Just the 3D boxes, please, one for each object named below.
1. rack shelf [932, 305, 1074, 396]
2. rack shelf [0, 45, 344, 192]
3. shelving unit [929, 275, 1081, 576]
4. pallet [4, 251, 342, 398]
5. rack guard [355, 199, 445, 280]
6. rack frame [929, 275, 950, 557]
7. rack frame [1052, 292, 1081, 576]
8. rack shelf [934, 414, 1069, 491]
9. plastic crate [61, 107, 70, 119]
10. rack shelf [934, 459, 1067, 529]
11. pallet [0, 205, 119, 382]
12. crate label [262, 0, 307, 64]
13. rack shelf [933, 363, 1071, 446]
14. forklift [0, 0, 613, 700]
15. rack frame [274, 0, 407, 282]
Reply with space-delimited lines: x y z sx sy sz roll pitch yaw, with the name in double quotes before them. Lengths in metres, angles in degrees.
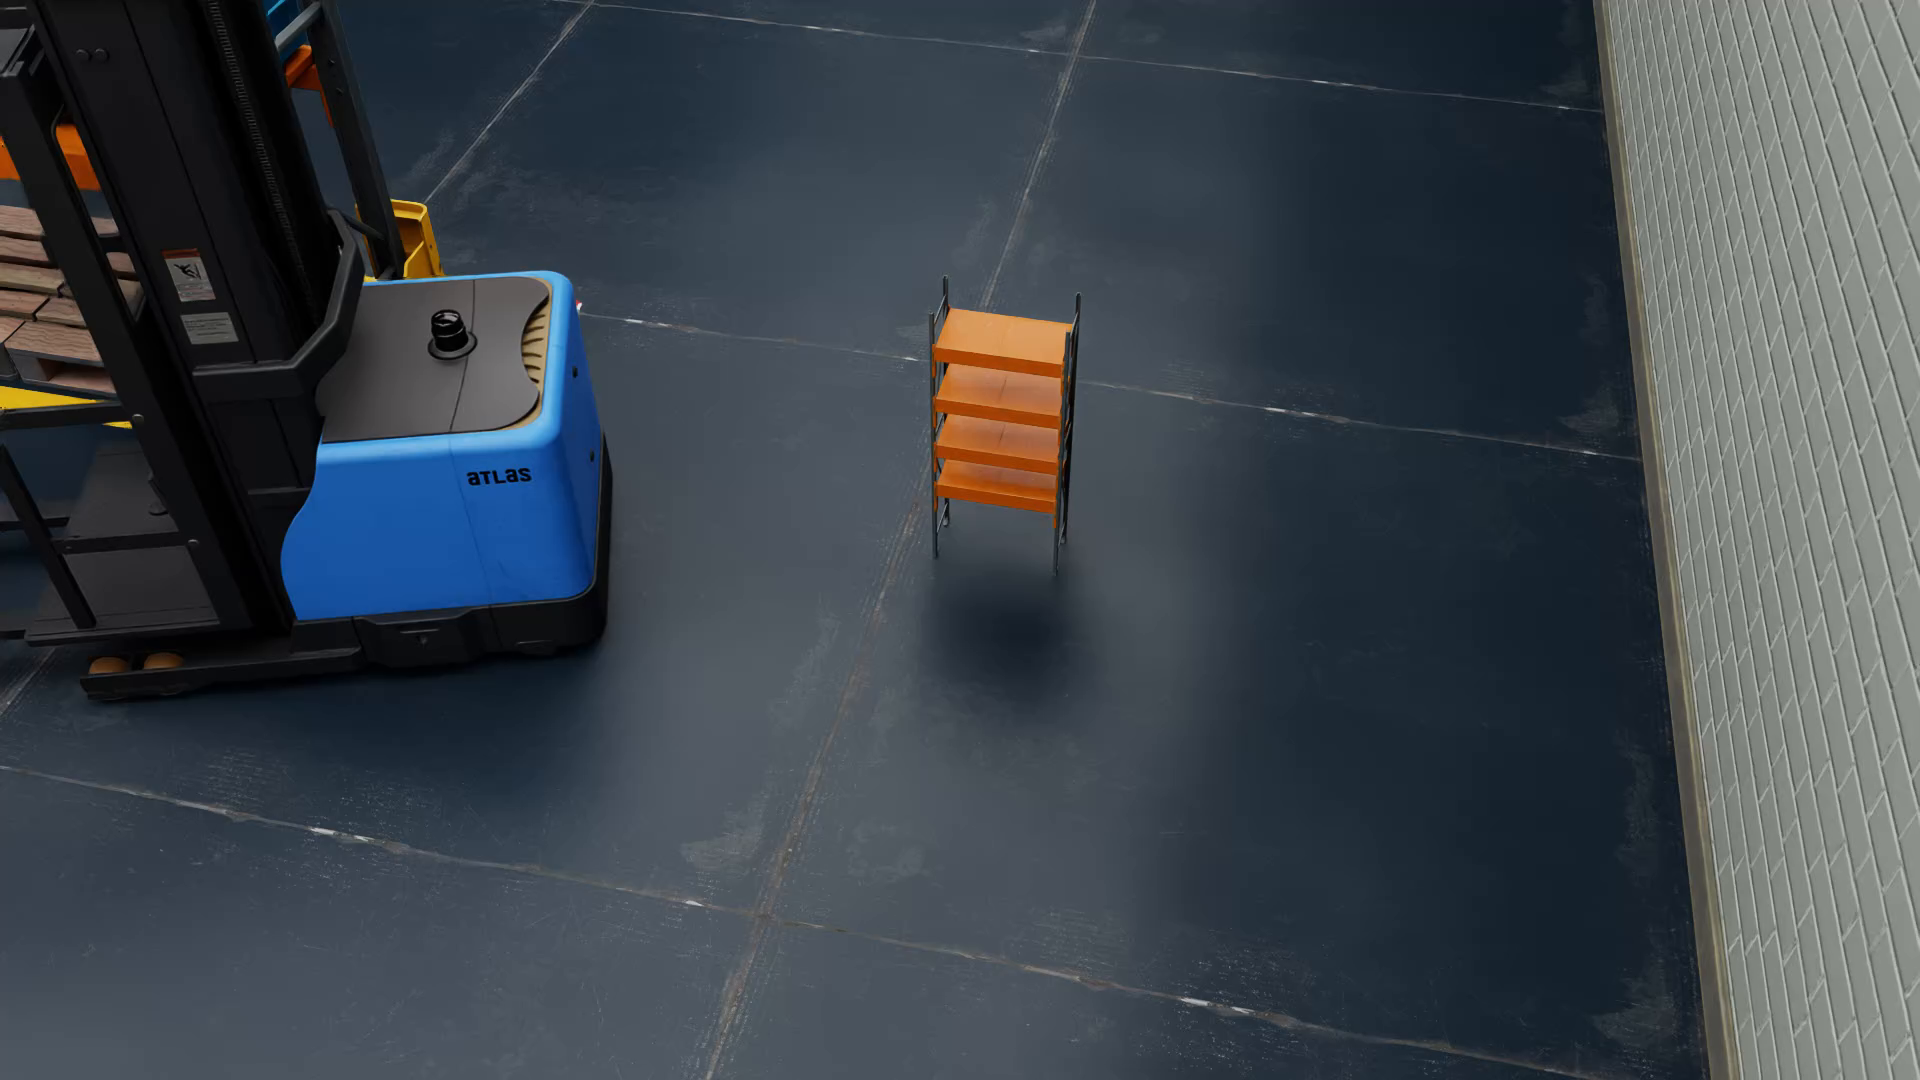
"rack shelf" 0.162 -0.690 6.035 0.480 0.148 0.258 9 45 9
"rack shelf" -4.696 -1.927 7.108 4.000 0.370 1.077 9 45 9
"shelving unit" 0.162 -0.407 6.308 0.503 1.200 0.258 9 45 9
"pallet" -3.540 -1.030 7.668 1.213 0.211 1.003 9 45 9
"rack guard" -2.718 -0.988 7.416 0.348 0.500 1.175 9 45 9
"rack frame" -0.077 -0.444 6.346 0.015 1.200 0.240 9 45 9
"rack frame" 0.400 -0.370 6.269 0.015 1.200 0.240 9 45 9
"rack shelf" 0.162 -0.359 6.355 0.480 0.148 0.258 9 45 9
"plastic crate" -3.579 -1.811 6.615 0.243 0.136 0.396 9 45 9
"rack shelf" 0.162 -0.216 6.492 0.480 0.148 0.258 9 45 9
"pallet" -4.727 -1.216 7.861 1.213 0.211 1.003 9 45 9
"crate label" -2.913 -2.105 6.851 0.303 0.233 0.416 9 45 9
"rack shelf" 0.162 -0.520 6.199 0.480 0.148 0.258 9 45 9
"forklift" -2.899 -0.855 5.525 3.031 2.935 1.130 -5 44 -5
"rack frame" -2.744 -1.883 6.543 0.127 3.000 1.000 9 45 9
